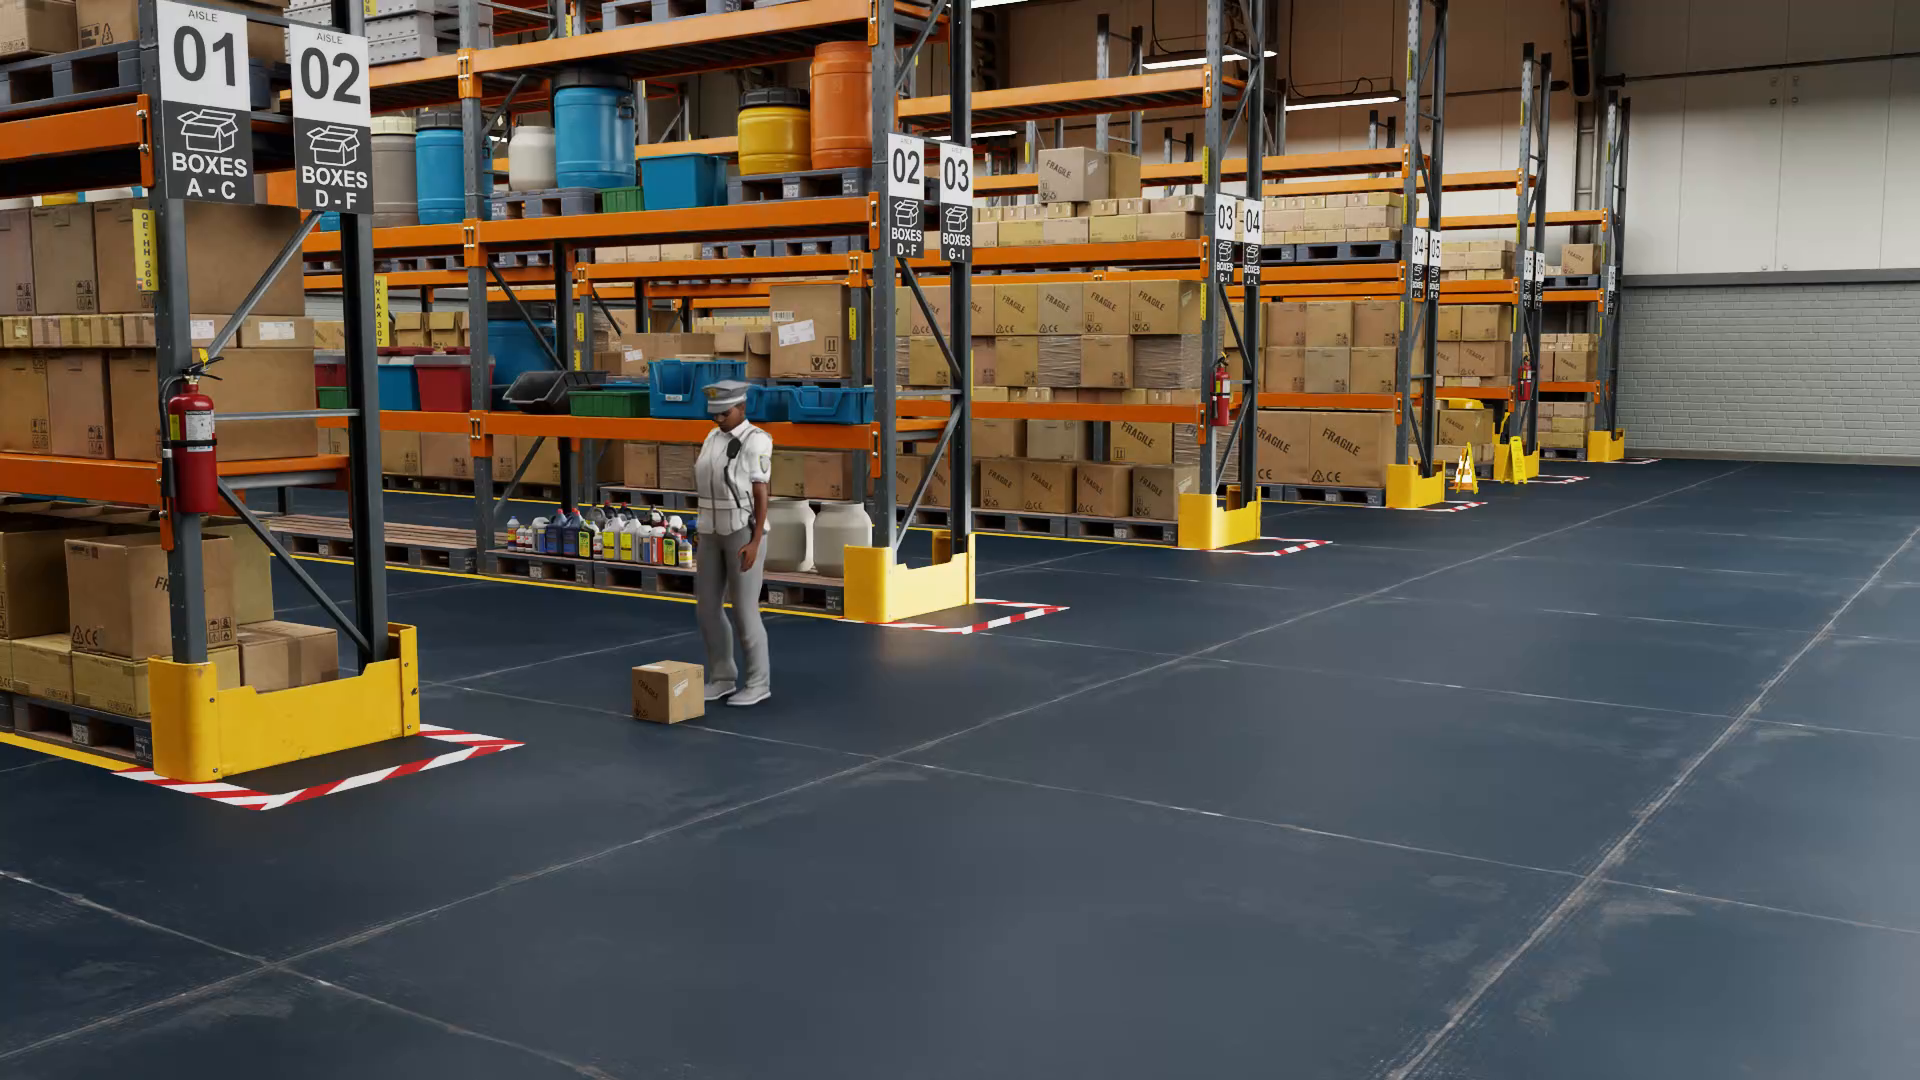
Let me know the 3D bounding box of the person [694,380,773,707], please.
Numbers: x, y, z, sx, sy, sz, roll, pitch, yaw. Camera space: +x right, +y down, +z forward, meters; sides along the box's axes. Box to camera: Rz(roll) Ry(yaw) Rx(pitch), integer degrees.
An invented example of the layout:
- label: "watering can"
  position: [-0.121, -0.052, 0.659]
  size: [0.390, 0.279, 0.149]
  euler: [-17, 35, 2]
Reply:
- label: "person"
  position: [-1.152, 0.011, 8.491]
  size: [0.441, 1.652, 0.338]
  euler: [4, 8, 35]
